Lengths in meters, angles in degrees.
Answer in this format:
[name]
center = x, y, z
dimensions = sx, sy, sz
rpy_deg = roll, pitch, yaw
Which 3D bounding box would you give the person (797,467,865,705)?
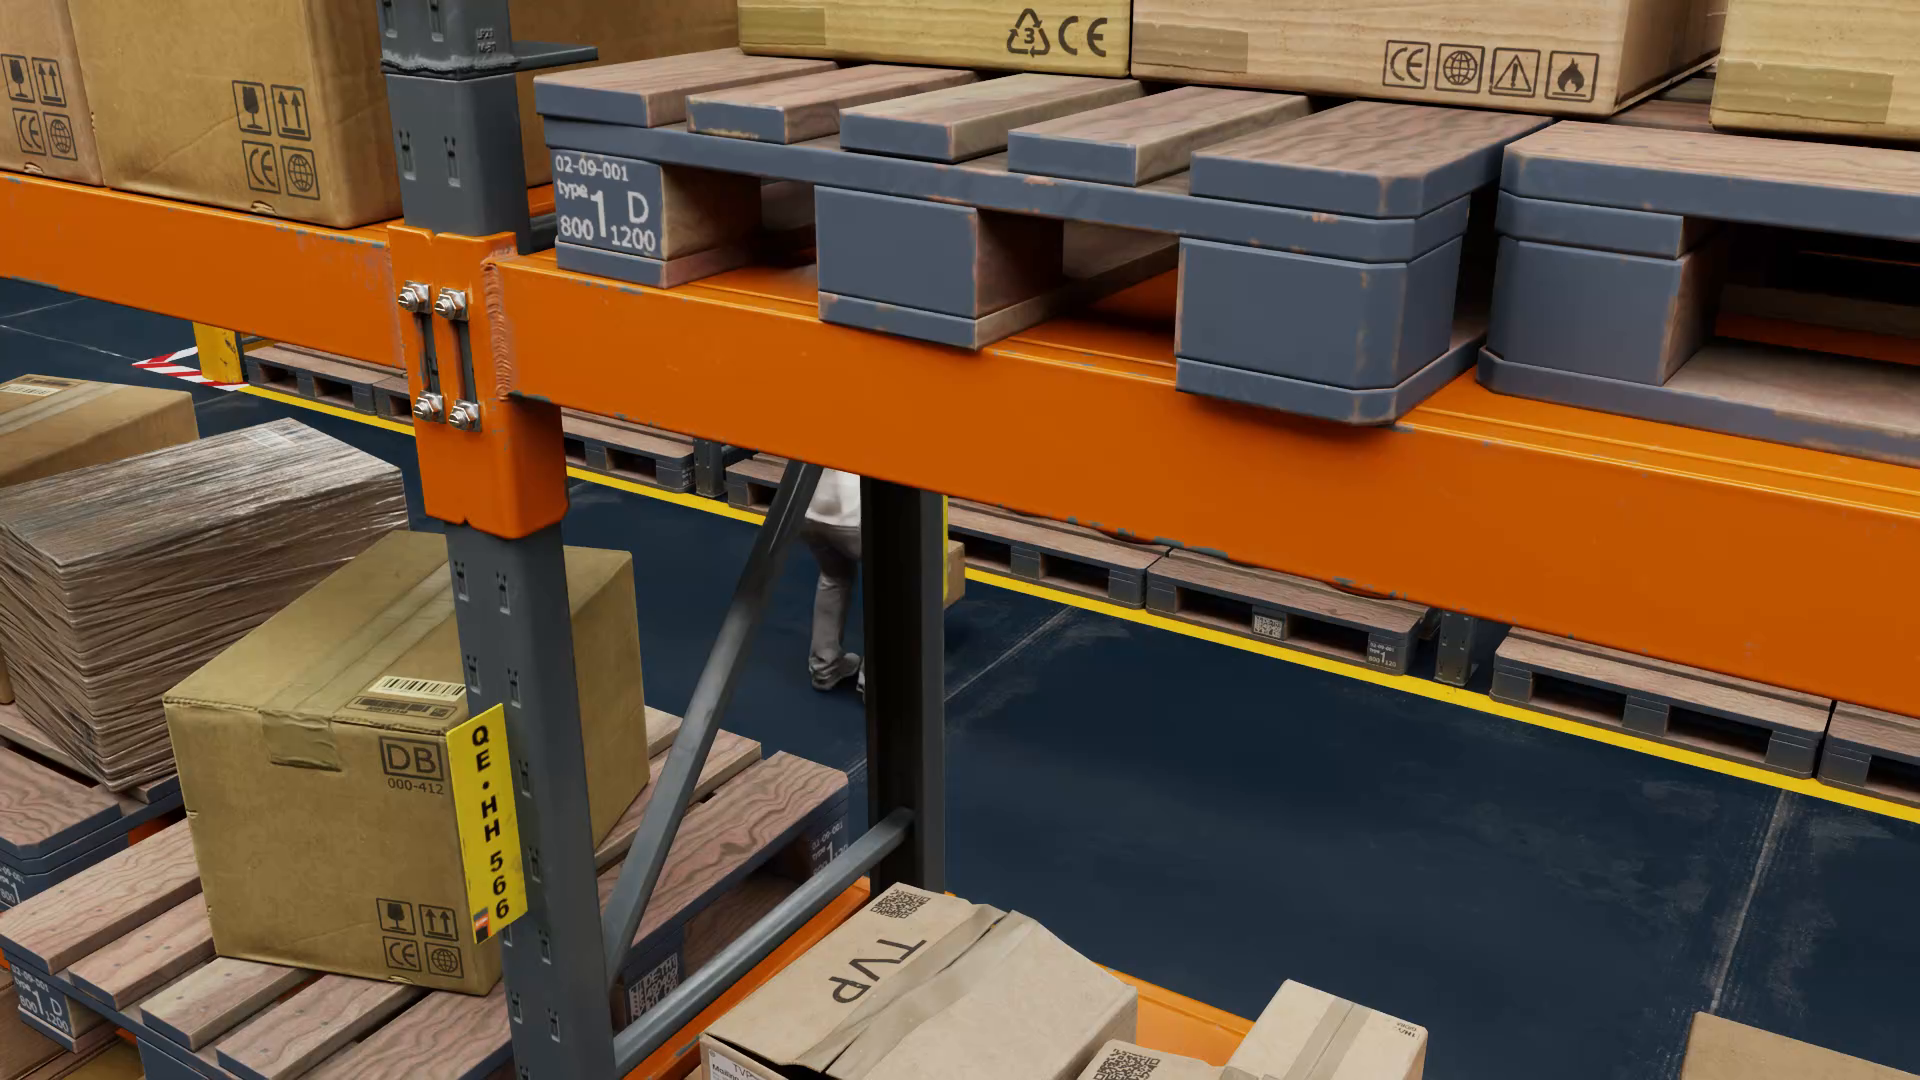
[person]
center = -0.427, -0.165, 6.624
dimensions = 0.578, 1.647, 0.581
rpy_deg = 14, 27, 30
